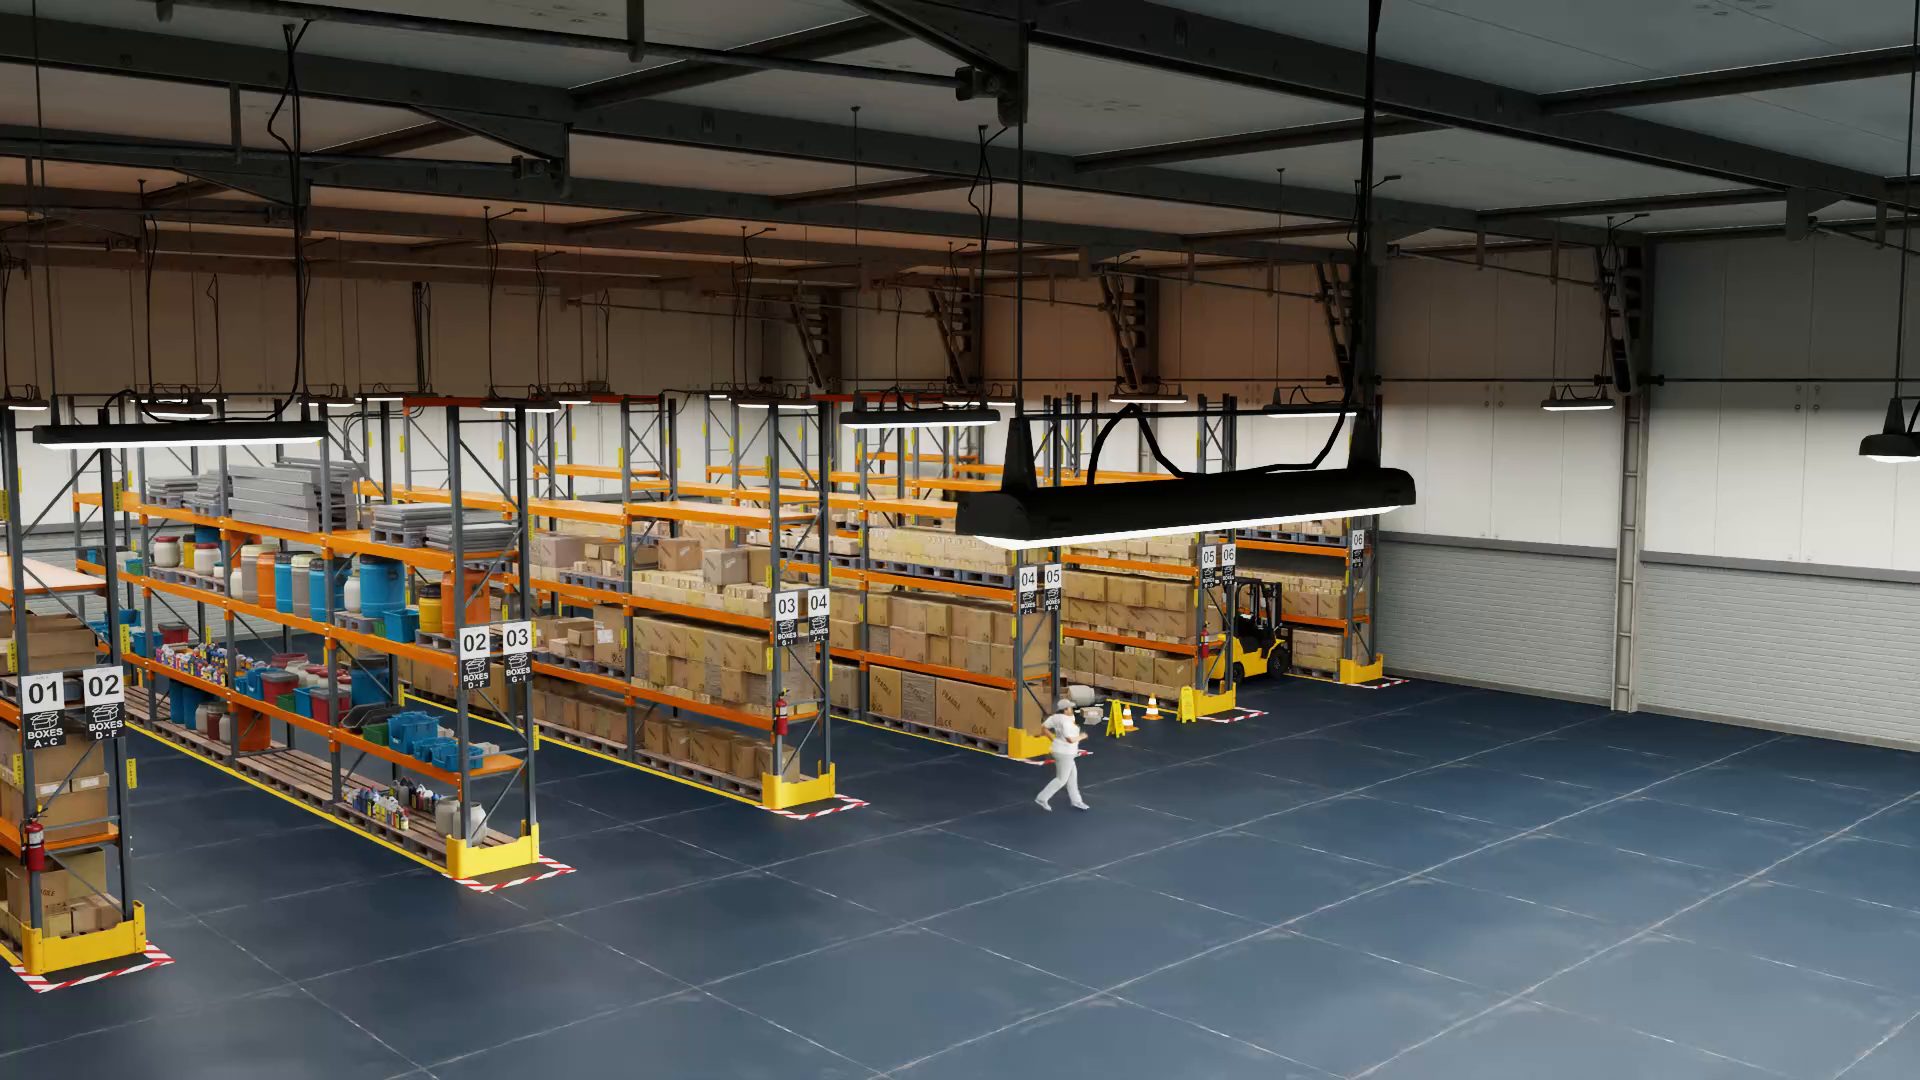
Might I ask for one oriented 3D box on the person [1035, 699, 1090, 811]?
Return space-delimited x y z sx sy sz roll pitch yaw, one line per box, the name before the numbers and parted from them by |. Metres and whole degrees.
person | 1.520 3.148 24.243 0.856 1.688 0.604 -2 6 -15
